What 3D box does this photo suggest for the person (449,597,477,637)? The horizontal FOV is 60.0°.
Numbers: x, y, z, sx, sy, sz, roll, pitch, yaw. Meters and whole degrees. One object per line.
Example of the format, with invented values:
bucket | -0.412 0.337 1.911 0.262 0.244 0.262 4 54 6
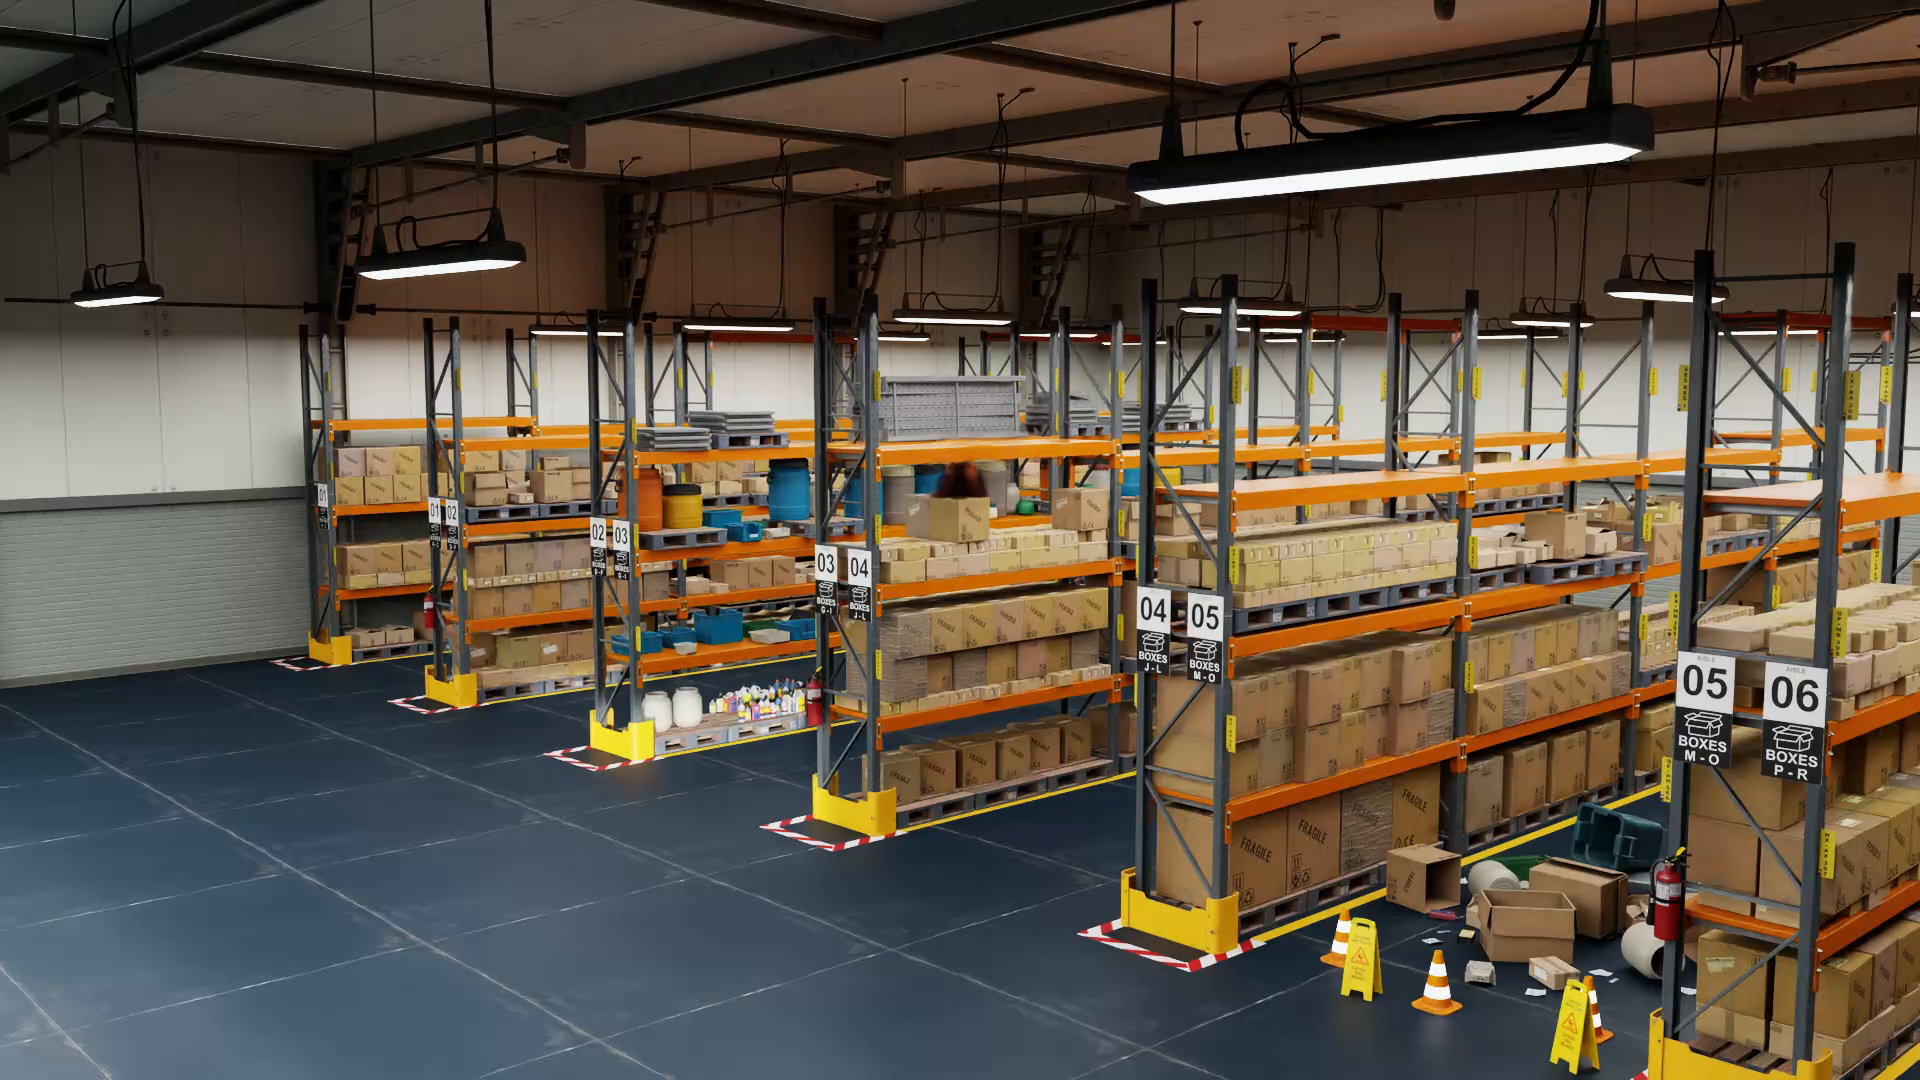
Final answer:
person | -8.393 1.516 28.186 0.510 1.717 0.417 -1 6 -12
